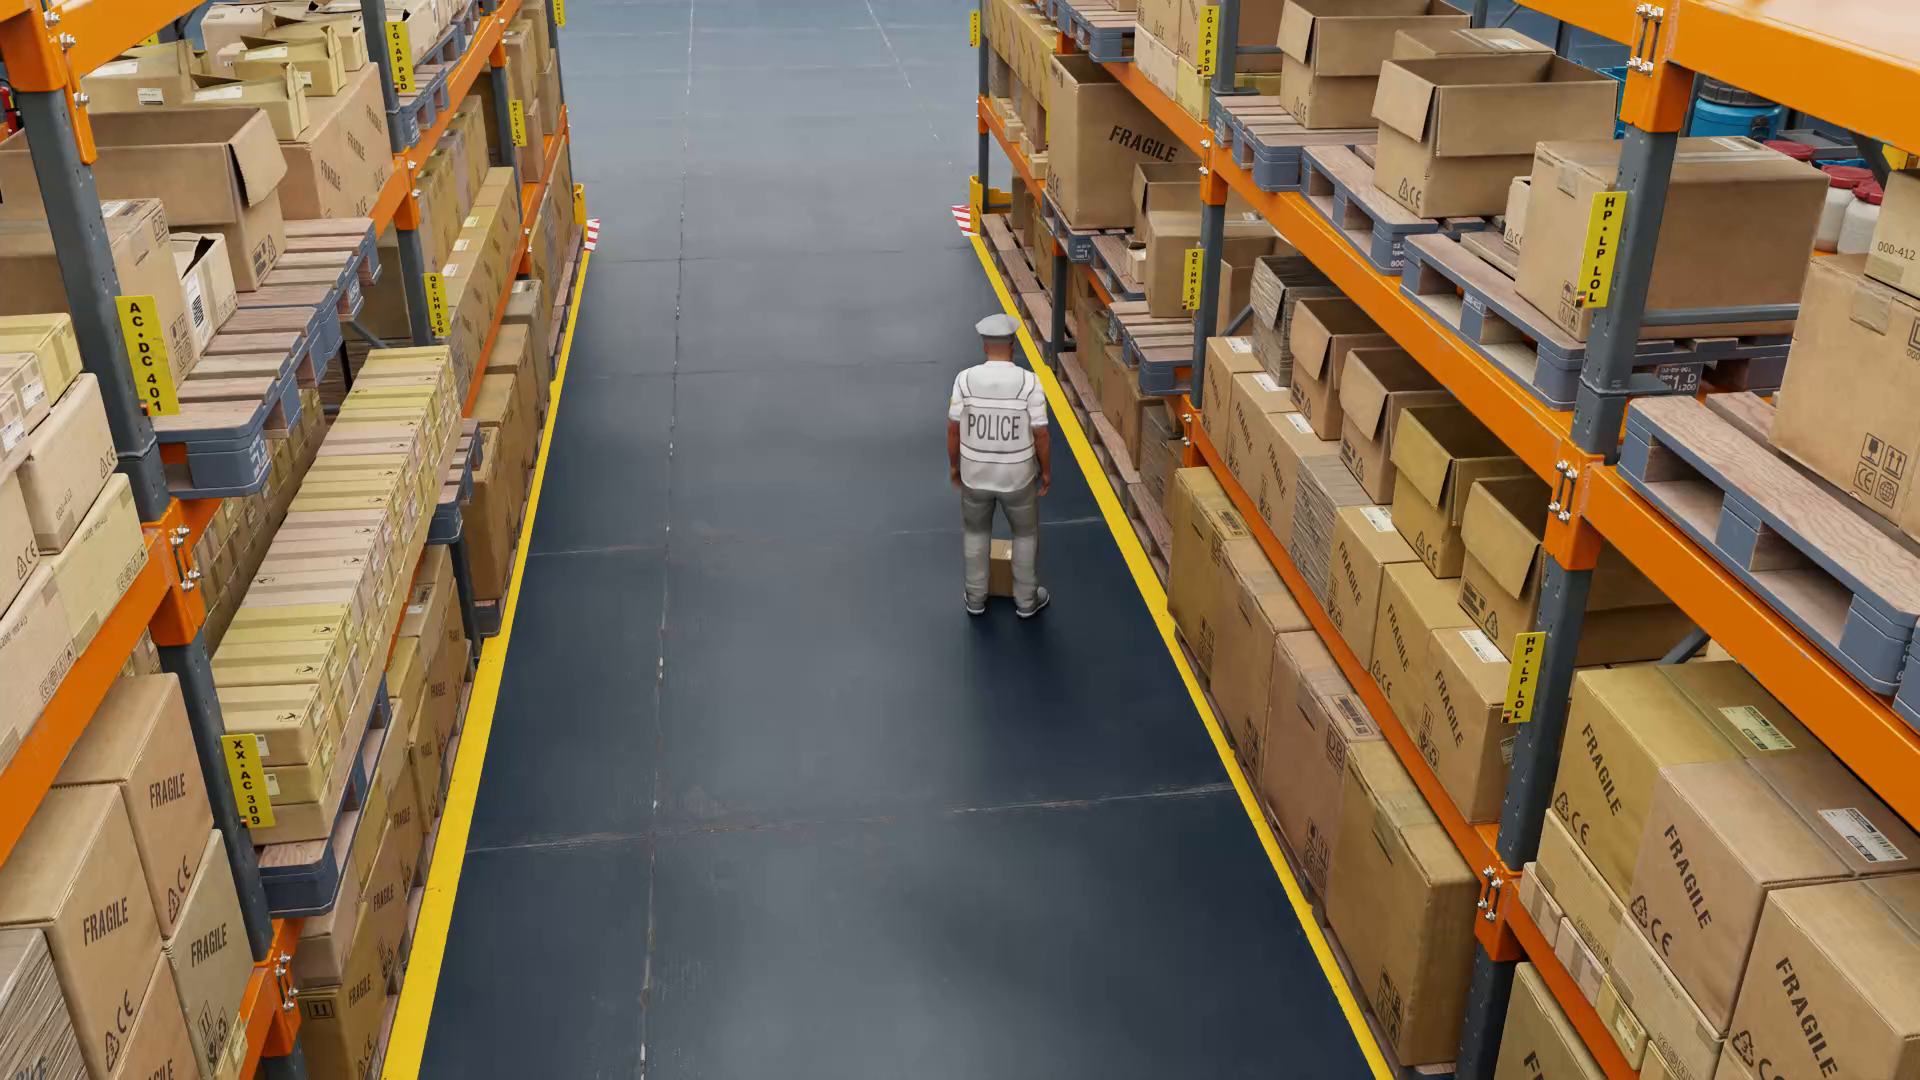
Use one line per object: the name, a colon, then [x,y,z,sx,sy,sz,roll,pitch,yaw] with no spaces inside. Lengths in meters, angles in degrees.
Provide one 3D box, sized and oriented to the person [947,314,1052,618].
person: [0.219,-0.380,9.353,0.585,1.749,0.435,5,27,10]
